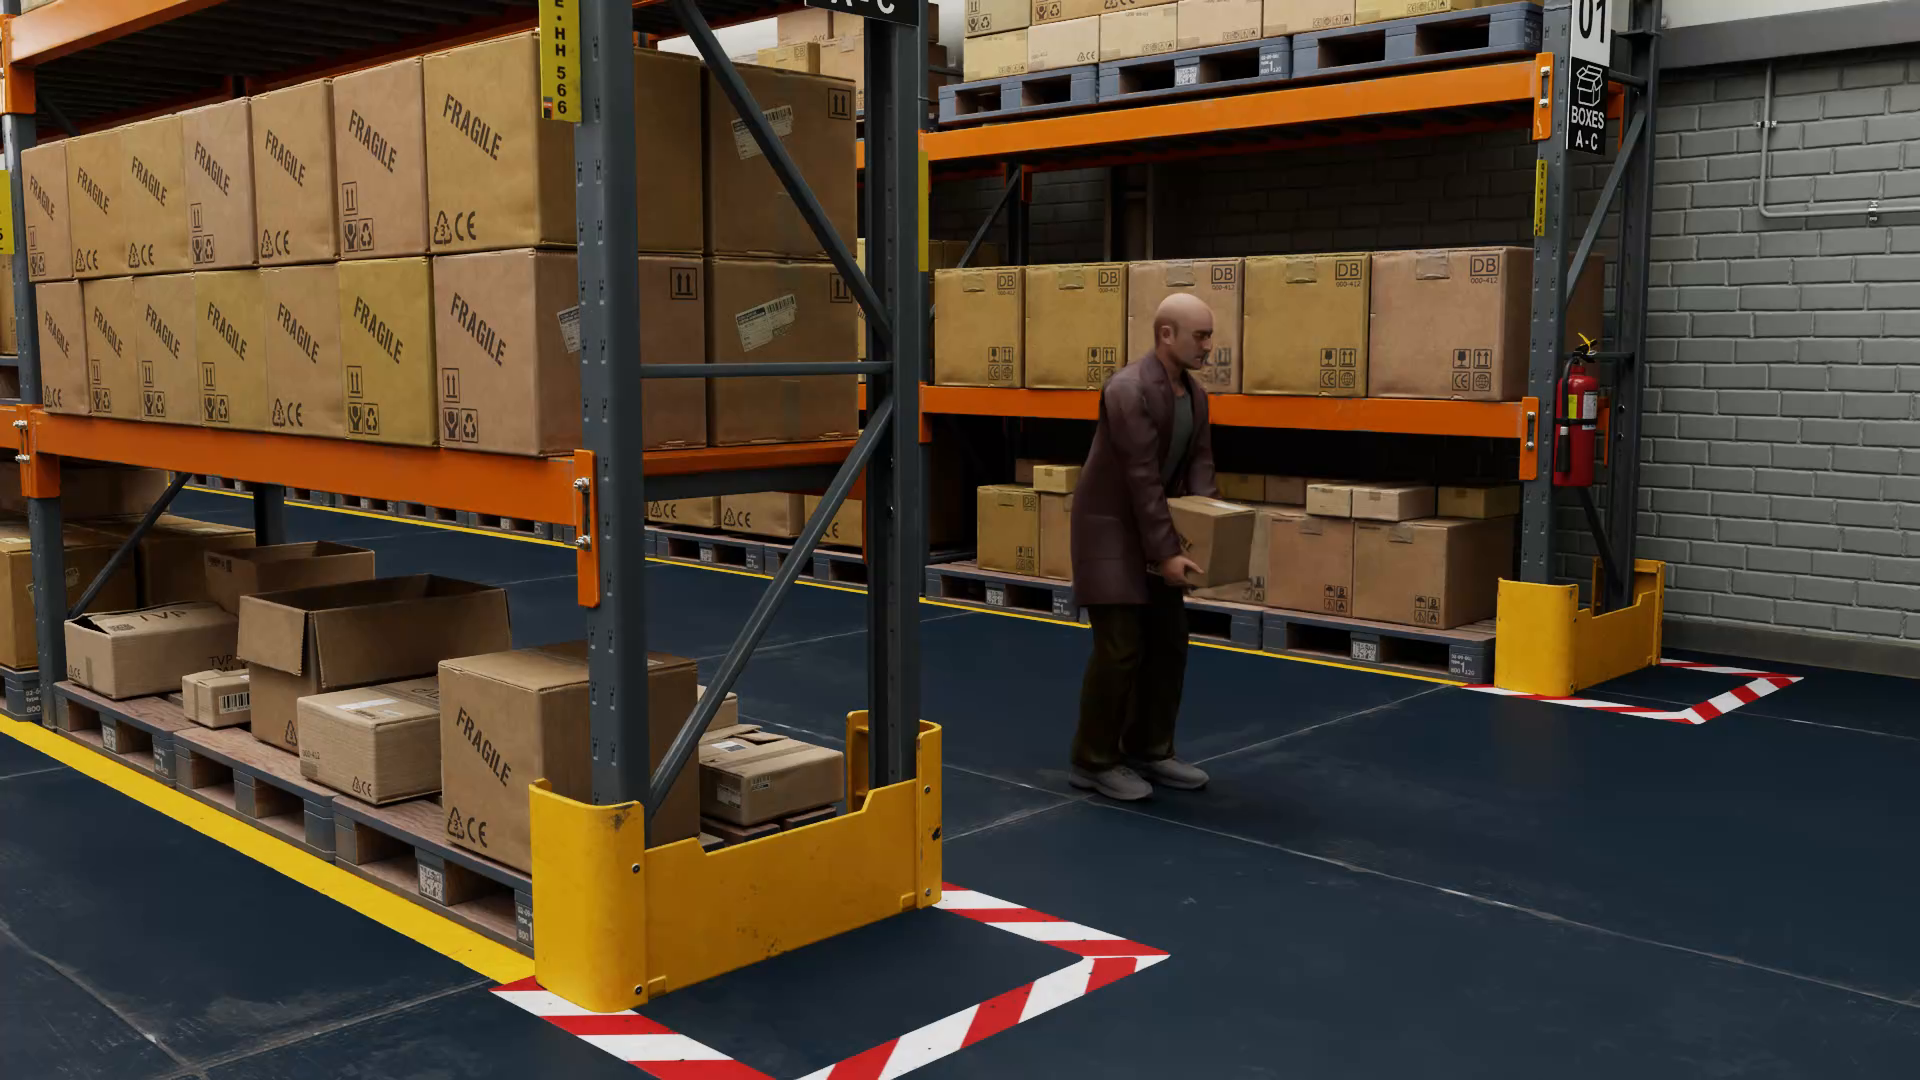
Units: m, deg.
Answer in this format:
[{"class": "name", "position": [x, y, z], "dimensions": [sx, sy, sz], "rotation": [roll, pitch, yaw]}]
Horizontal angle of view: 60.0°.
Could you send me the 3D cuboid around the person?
[{"class": "person", "position": [0.674, 0.023, 5.789], "dimensions": [0.599, 1.744, 0.528], "rotation": [6, 9, 42]}]
